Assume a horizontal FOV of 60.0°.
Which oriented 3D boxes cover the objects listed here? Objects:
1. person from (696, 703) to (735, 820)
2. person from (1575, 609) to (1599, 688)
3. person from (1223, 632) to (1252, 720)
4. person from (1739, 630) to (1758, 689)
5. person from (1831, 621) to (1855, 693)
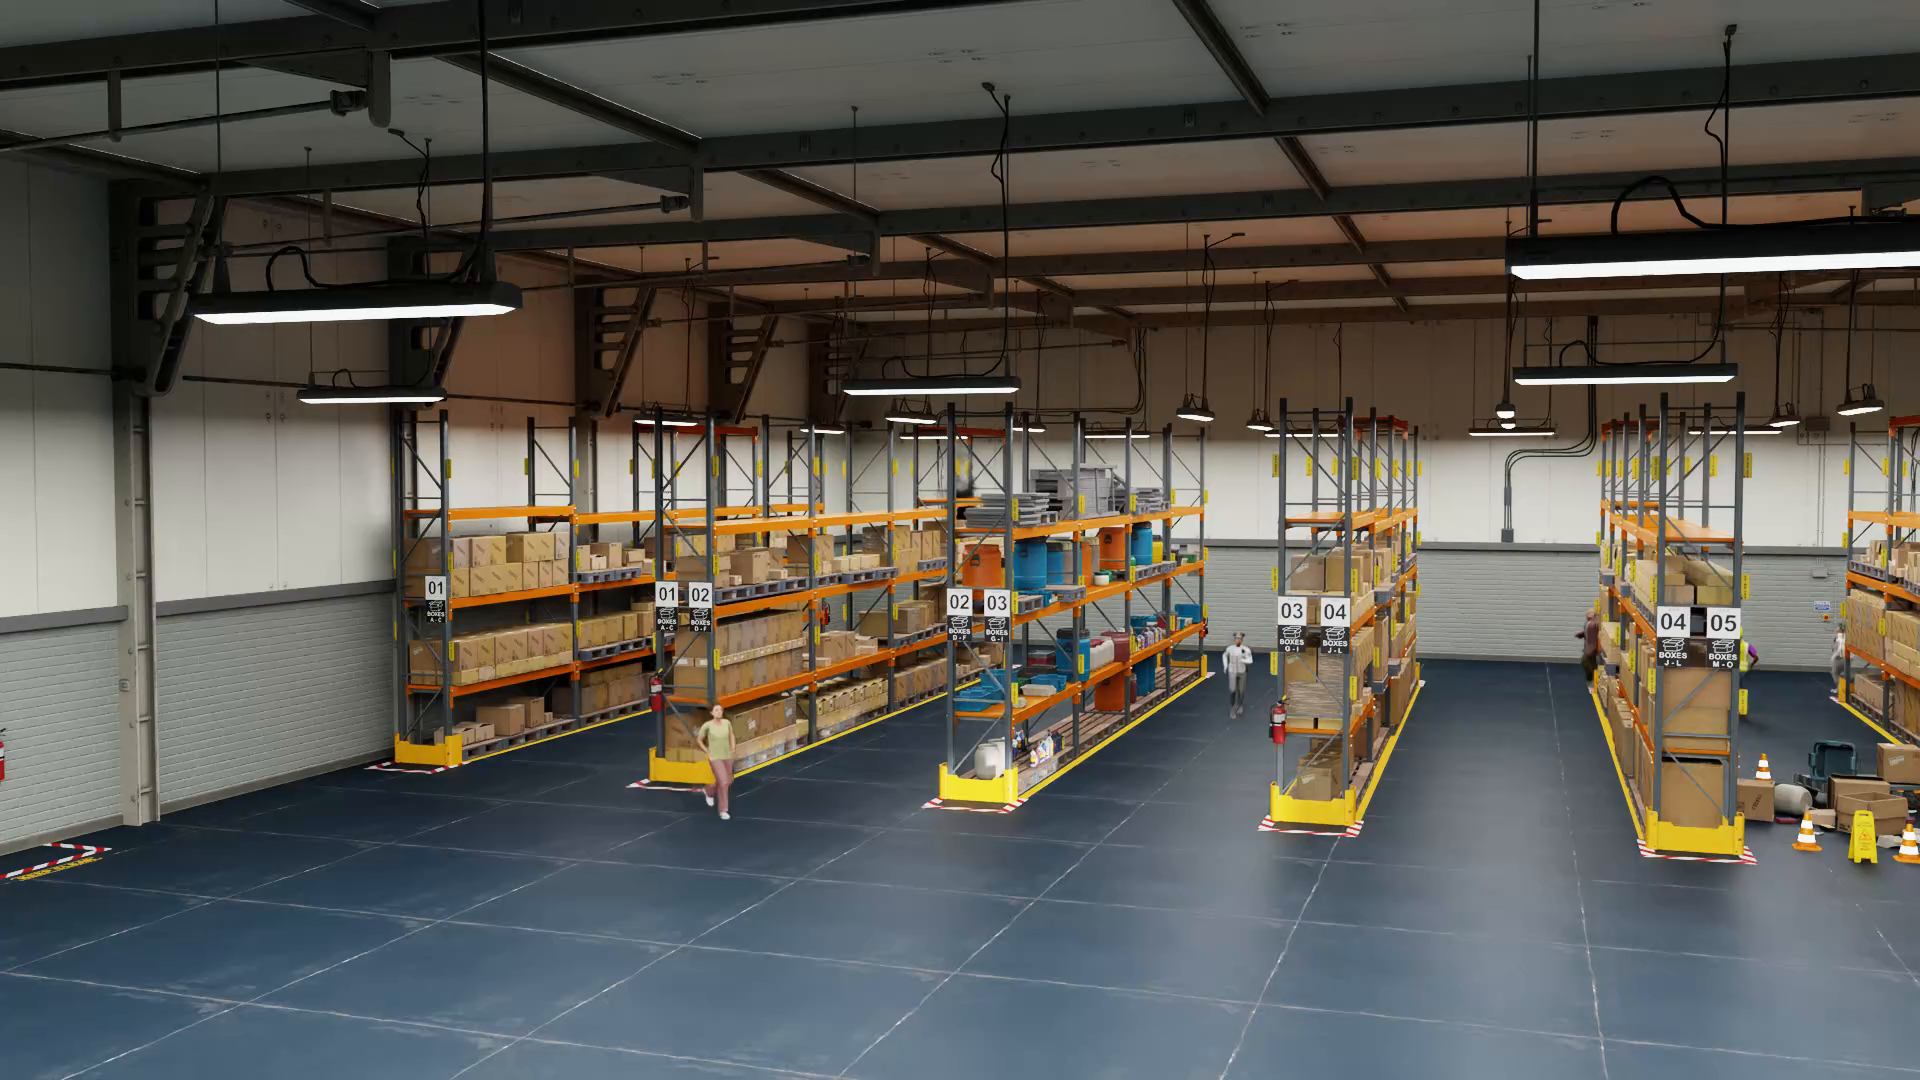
[{"bbox_3d":[-3.501,3.160,23.981,0.575,1.655,0.710,-2,3,-36],"label":"person"},{"bbox_3d":[14.502,2.495,38.148,0.788,1.841,0.742,0,2,-6],"label":"person"},{"bbox_3d":[5.582,2.721,33.508,0.558,1.748,0.764,0,2,9],"label":"person"},{"bbox_3d":[15.871,2.671,33.979,0.714,1.745,0.901,0,2,9],"label":"person"},{"bbox_3d":[19.556,2.608,36.830,0.588,1.634,0.676,2,3,43],"label":"person"}]
